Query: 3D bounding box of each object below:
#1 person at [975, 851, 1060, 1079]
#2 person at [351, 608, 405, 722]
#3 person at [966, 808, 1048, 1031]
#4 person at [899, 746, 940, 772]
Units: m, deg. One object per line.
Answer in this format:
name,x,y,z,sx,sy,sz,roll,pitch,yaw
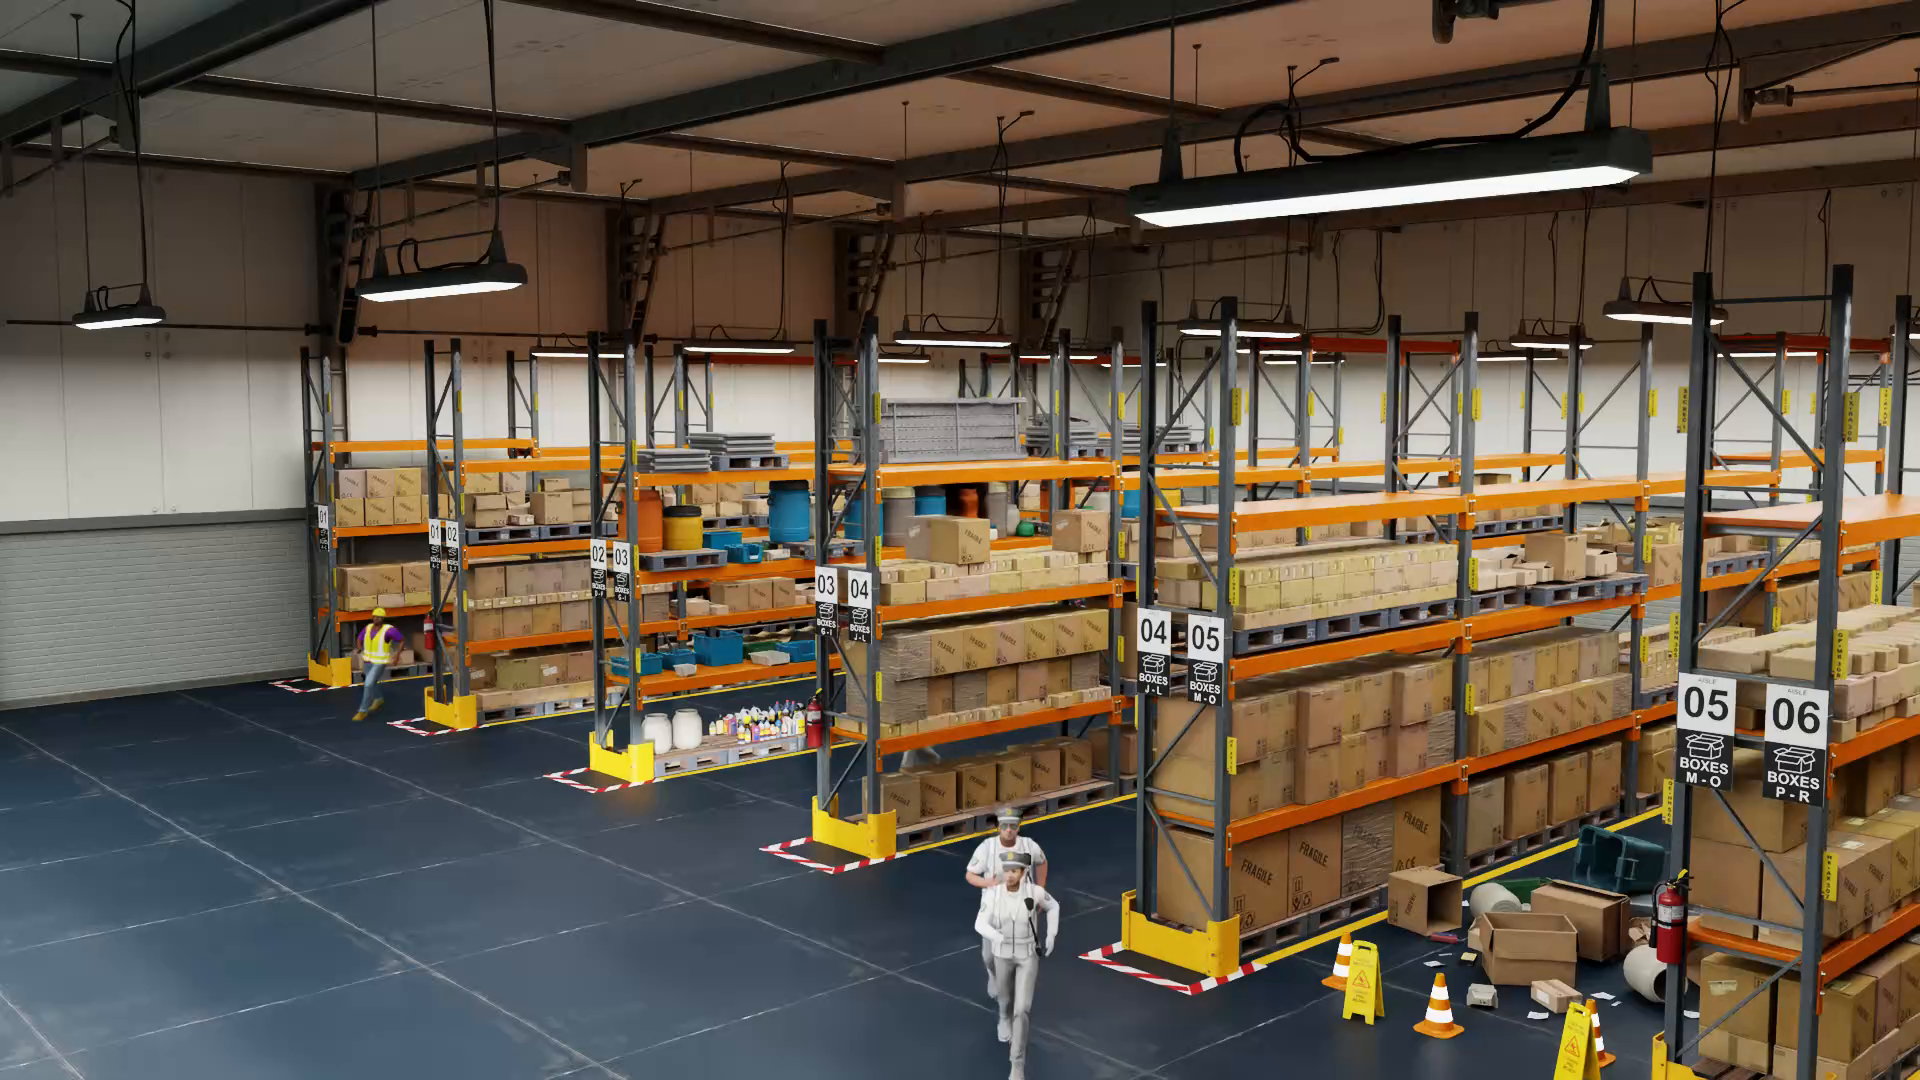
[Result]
person,0.440,3.199,12.767,0.620,1.727,0.926,1,5,10
person,-9.312,1.956,26.490,0.758,1.766,0.915,2,5,19
person,0.383,3.052,13.719,0.669,1.755,0.979,0,5,4
person,-0.605,2.379,21.879,0.704,1.686,1.069,4,7,41
